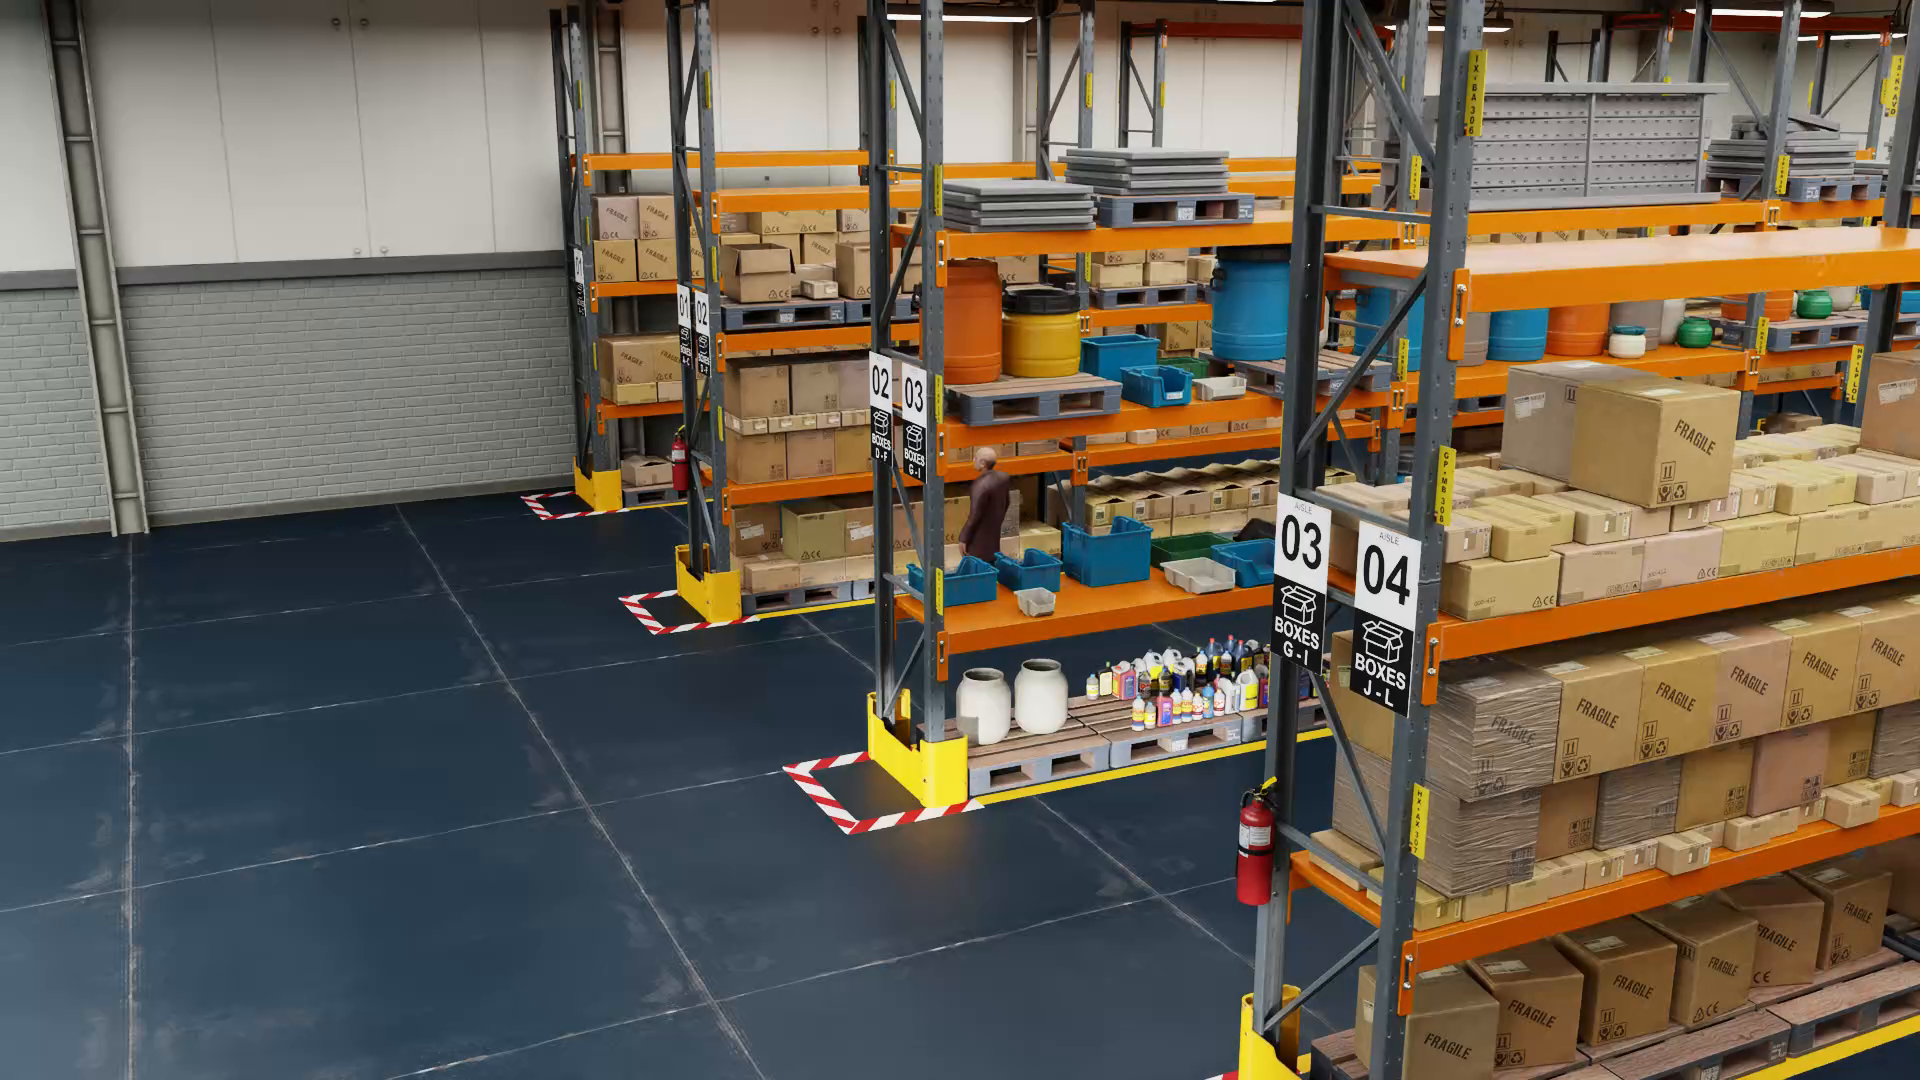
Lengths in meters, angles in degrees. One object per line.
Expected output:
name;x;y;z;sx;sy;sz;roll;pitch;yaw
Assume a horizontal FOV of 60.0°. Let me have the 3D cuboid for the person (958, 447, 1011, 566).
person;0.137;-0.048;16.051;0.582;1.776;0.697;9;18;31
